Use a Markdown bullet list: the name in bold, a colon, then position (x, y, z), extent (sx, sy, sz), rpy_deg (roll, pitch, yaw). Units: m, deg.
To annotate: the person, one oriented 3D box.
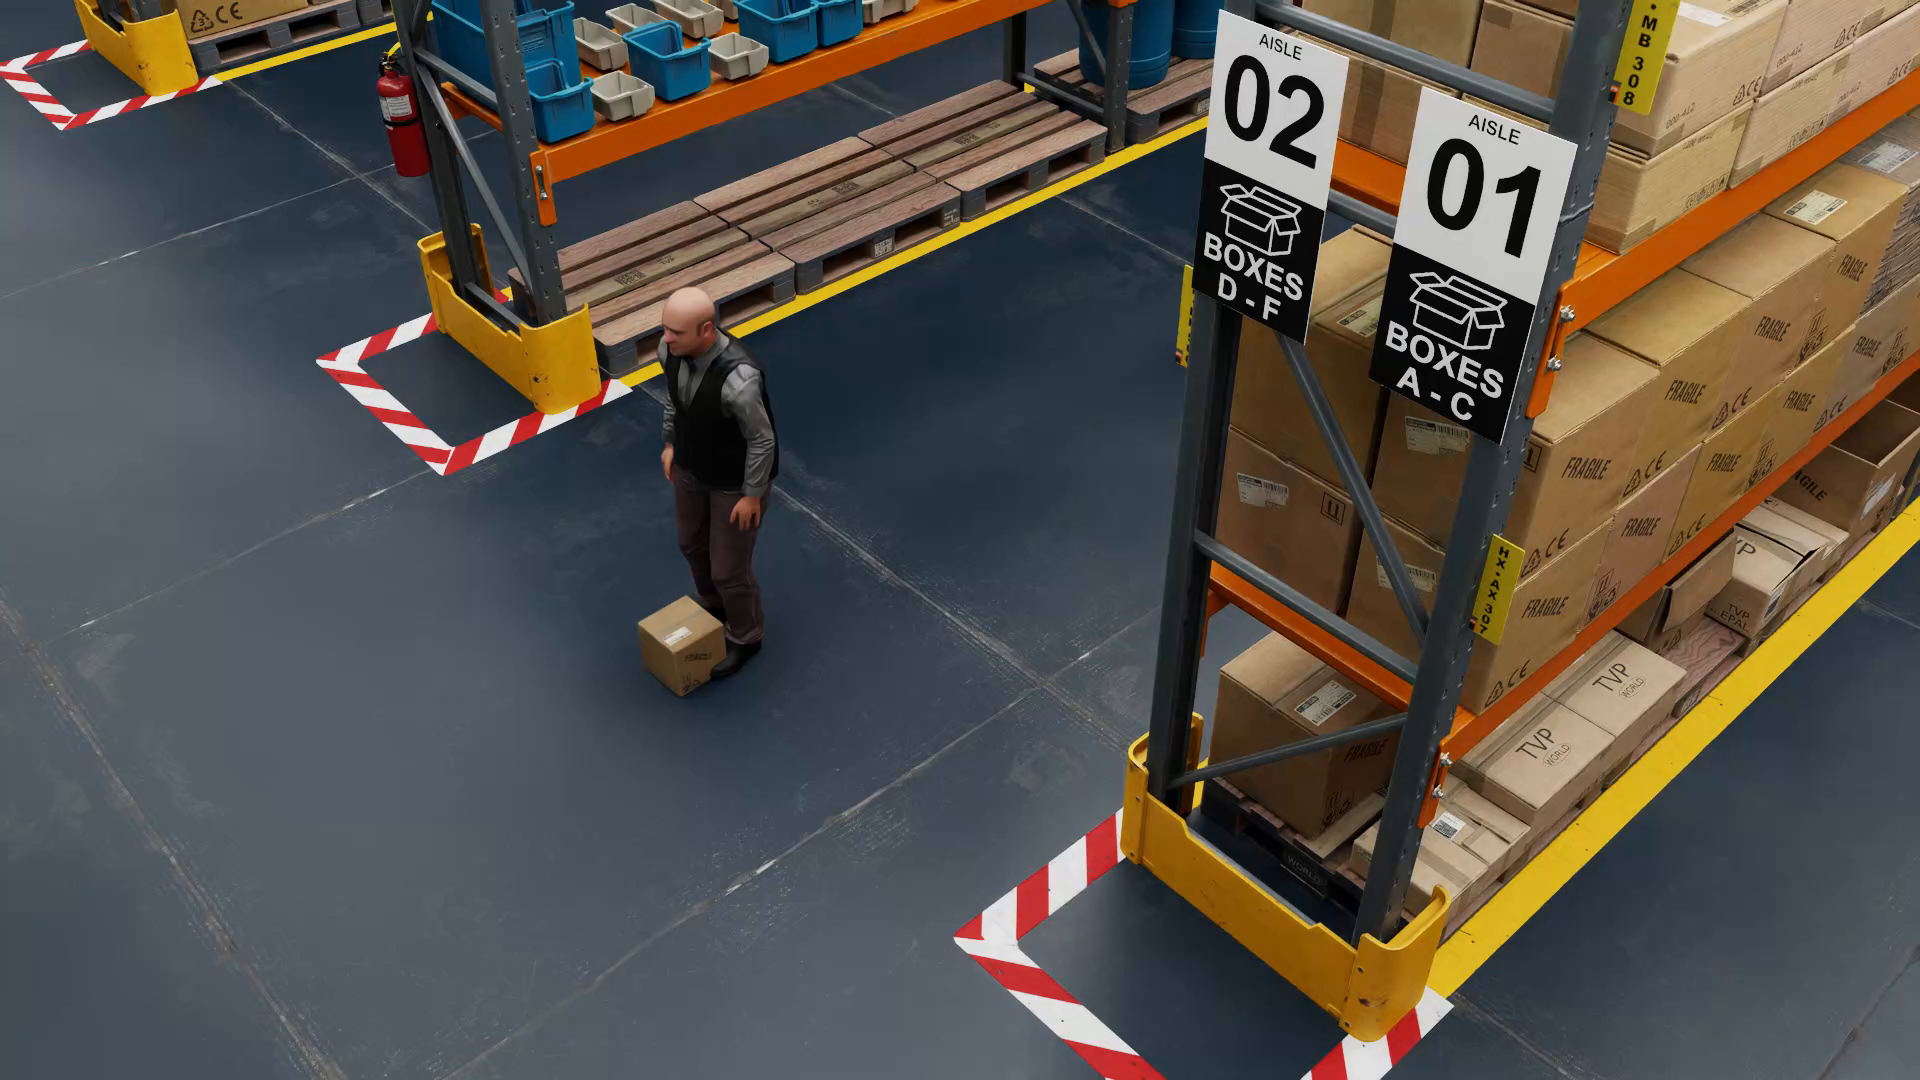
- **person**: position (-0.947, -0.249, 6.476), extent (0.474, 1.720, 0.572), rpy_deg (-32, 49, -33)
